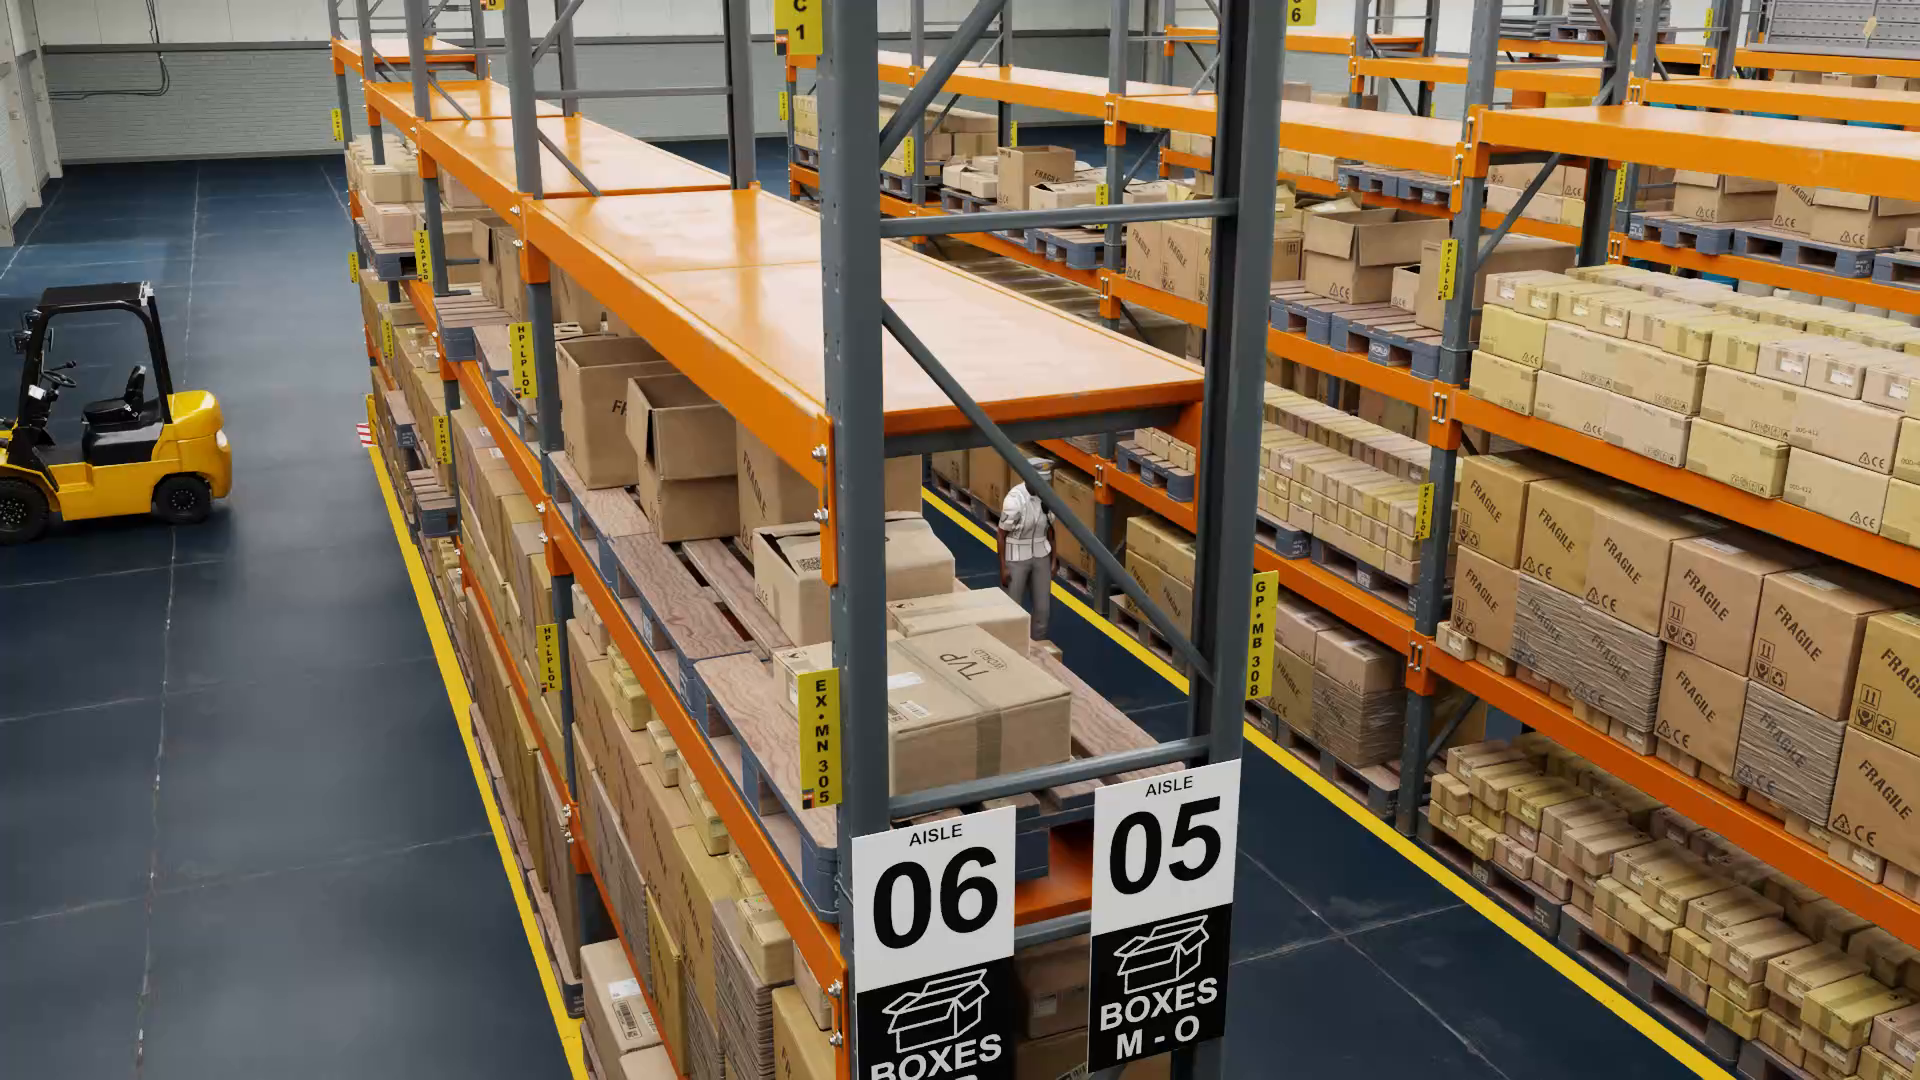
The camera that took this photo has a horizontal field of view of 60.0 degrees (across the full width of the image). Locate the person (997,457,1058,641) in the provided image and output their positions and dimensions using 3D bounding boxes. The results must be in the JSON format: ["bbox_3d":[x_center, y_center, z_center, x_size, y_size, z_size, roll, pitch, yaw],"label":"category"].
[{"bbox_3d":[0.499,0.183,12.299,0.526,1.658,0.427,-9,21,-25],"label":"person"}]
